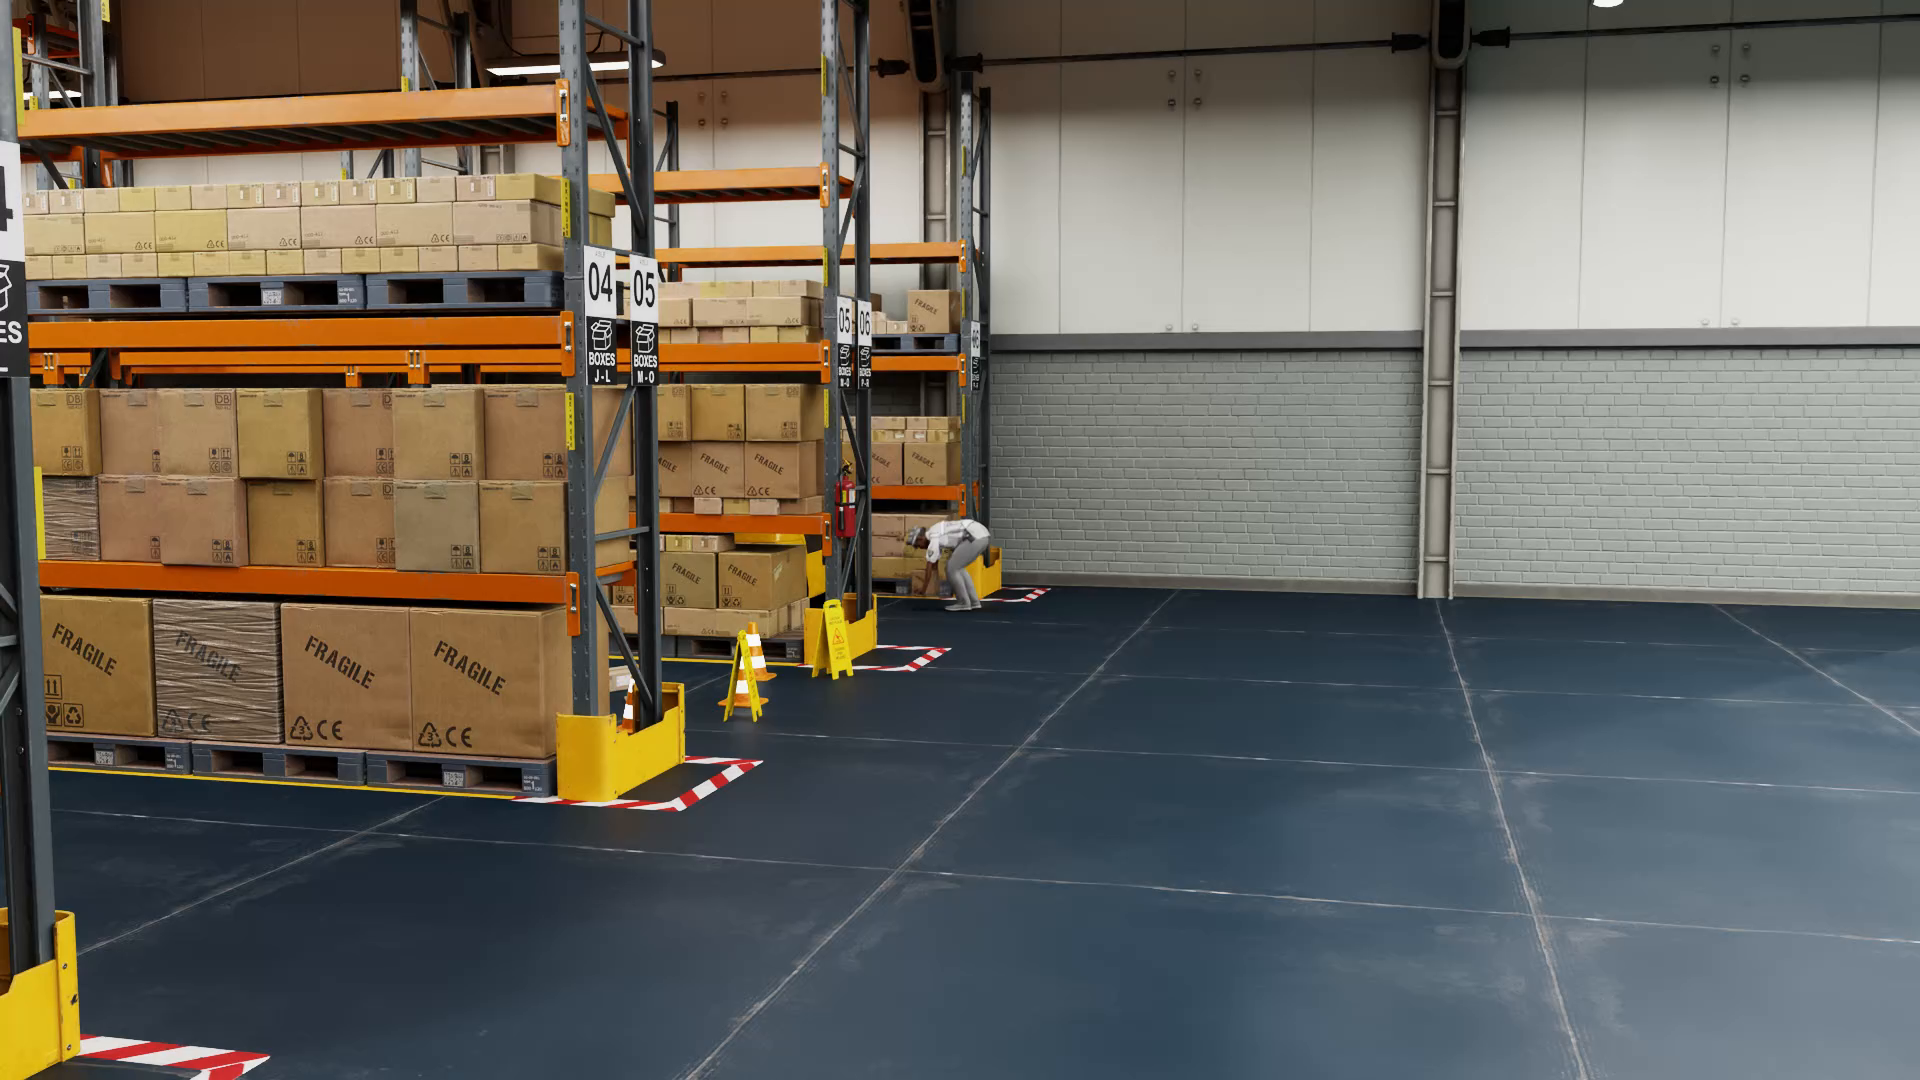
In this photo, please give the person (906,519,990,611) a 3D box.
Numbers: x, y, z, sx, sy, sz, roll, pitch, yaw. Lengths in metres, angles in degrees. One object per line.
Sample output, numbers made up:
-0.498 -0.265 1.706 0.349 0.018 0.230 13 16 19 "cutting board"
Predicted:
-0.137 0.272 18.275 0.931 0.999 0.433 1 5 11 "person"
